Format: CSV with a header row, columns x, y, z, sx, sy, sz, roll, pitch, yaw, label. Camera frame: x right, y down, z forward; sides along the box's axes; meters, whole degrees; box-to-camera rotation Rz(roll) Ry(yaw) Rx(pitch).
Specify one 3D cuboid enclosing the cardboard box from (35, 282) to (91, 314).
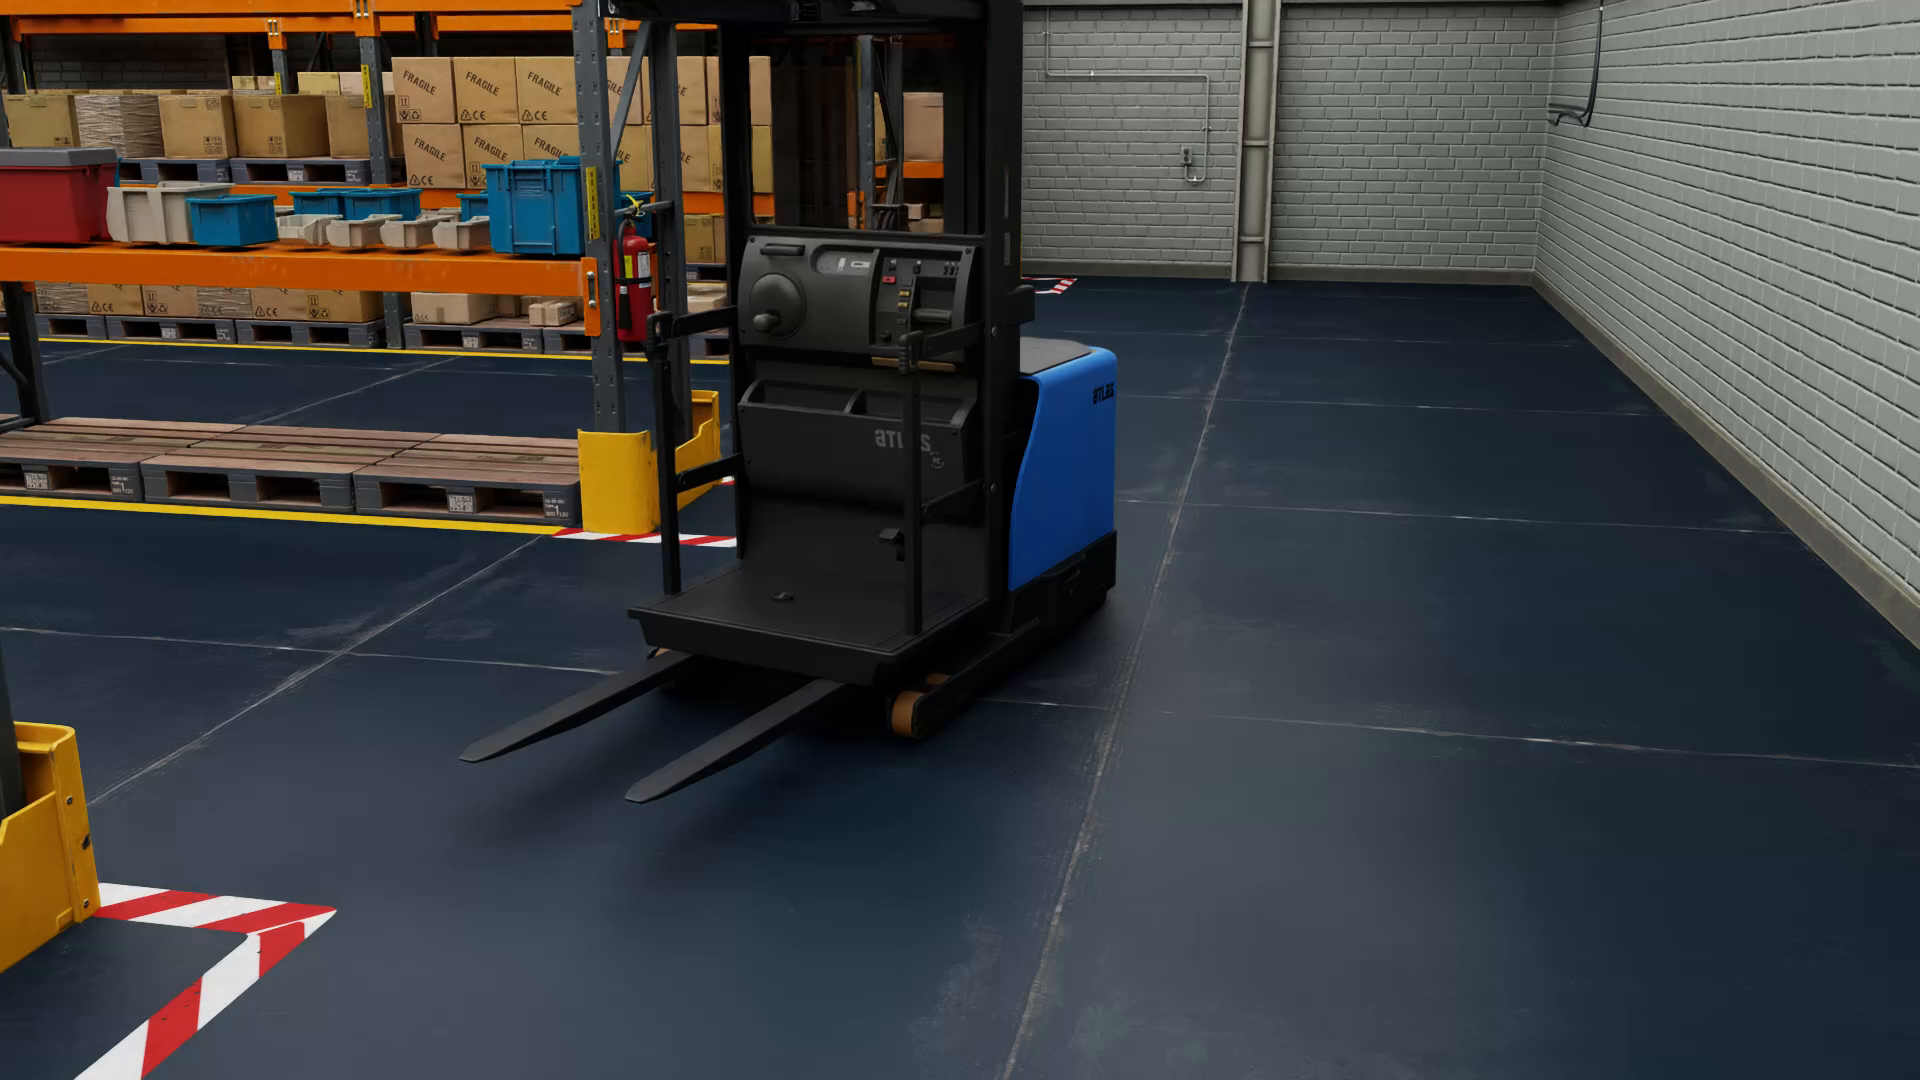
x,y,z,sx,sy,sz,roll,pitch,yaw,label
-7.551,-2.229,14.278,0.500,0.500,0.500,3,16,9,cardboard box

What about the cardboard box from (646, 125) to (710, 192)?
x,y,z,sx,sy,sz,roll,pitch,yaw,label
-2.104,-2.977,12.932,0.500,0.500,0.500,3,16,12,cardboard box

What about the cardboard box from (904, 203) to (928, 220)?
x,y,z,sx,sy,sz,roll,pitch,yaw,label
-0.499,-3.498,17.682,0.250,0.149,0.380,3,16,10,cardboard box

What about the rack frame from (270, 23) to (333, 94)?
x,y,z,sx,sy,sz,roll,pitch,yaw,label
-7.470,-4.643,19.134,0.127,3.000,1.000,3,16,11,rack frame

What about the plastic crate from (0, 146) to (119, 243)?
x,y,z,sx,sy,sz,roll,pitch,yaw,label
-4.700,-1.785,8.585,0.583,0.464,0.402,3,16,11,plastic crate

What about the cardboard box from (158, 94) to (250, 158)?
x,y,z,sx,sy,sz,roll,pitch,yaw,label
-6.278,-3.463,13.899,0.500,0.500,0.700,-1,16,-3,cardboard box

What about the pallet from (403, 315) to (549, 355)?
x,y,z,sx,sy,sz,roll,pitch,yaw,label
-3.861,-1.753,13.927,1.213,0.211,1.003,3,16,11,pallet

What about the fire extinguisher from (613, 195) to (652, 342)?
x,y,z,sx,sy,sz,roll,pitch,yaw,label
-1.548,-1.282,7.844,0.183,0.674,0.296,3,16,11,fire extinguisher

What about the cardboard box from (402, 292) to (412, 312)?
x,y,z,sx,sy,sz,roll,pitch,yaw,label
-4.960,-2.231,14.285,0.500,0.500,0.500,2,16,9,cardboard box

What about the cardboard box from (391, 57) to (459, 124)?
x,y,z,sx,sy,sz,roll,pitch,yaw,label
-4.128,-3.565,13.184,0.500,0.500,0.500,4,16,13,cardboard box

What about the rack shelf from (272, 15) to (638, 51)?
x,y,z,sx,sy,sz,roll,pitch,yaw,label
-5.511,-5.635,18.446,4.000,0.370,1.077,3,16,11,rack shelf

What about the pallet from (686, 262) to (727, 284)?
x,y,z,sx,sy,sz,roll,pitch,yaw,label
-2.821,-3.025,18.519,1.213,0.211,1.003,3,16,11,pallet

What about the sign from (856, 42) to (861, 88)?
x,y,z,sx,sy,sz,roll,pitch,yaw,label
-0.745,-3.488,12.202,0.005,0.325,0.100,3,16,11,sign

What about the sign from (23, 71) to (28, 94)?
x,y,z,sx,sy,sz,roll,pitch,yaw,label
-8.355,-4.009,14.826,0.005,0.325,0.100,3,16,11,sign

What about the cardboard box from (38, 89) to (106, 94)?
x,y,z,sx,sy,sz,roll,pitch,yaw,label
-10.352,-5.048,19.586,0.500,0.500,0.700,5,16,17,cardboard box

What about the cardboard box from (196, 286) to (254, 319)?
x,y,z,sx,sy,sz,roll,pitch,yaw,label
-6.049,-2.148,13.986,0.500,0.500,0.500,3,16,12,cardboard box

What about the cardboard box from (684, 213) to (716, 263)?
x,y,z,sx,sy,sz,roll,pitch,yaw,label
-2.838,-3.361,18.403,0.500,0.500,0.700,3,16,12,cardboard box

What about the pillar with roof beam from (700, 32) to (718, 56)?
x,y,z,sx,sy,sz,roll,pitch,yaw,label
-3.550,-6.384,14.182,0.400,9.000,9.100,3,16,11,pillar with roof beam

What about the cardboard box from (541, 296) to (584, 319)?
x,y,z,sx,sy,sz,roll,pitch,yaw,label
-3.184,-2.054,14.002,0.500,0.311,0.500,3,16,11,cardboard box

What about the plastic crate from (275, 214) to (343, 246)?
x,y,z,sx,sy,sz,roll,pitch,yaw,label
-3.293,-1.562,8.394,0.250,0.136,0.298,3,16,11,plastic crate

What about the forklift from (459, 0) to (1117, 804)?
x,y,z,sx,sy,sz,roll,pitch,yaw,label
-0.470,-0.878,5.670,1.130,2.935,3.031,8,17,26,forklift

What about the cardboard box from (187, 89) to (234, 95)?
x,y,z,sx,sy,sz,roll,pitch,yaw,label
-8.486,-4.948,19.225,0.500,0.500,0.700,2,16,6,cardboard box

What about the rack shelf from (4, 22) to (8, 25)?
x,y,z,sx,sy,sz,roll,pitch,yaw,label
-10.414,-4.552,14.535,4.000,0.370,1.077,3,16,11,rack shelf

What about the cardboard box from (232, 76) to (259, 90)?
x,y,z,sx,sy,sz,roll,pitch,yaw,label
-8.133,-5.240,19.062,0.250,0.149,0.380,0,15,2,cardboard box

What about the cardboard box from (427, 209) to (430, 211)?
x,y,z,sx,sy,sz,roll,pitch,yaw,label
-5.919,-3.688,18.926,0.750,0.750,0.750,3,16,11,cardboard box

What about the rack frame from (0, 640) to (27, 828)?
x,y,z,sx,sy,sz,roll,pitch,yaw,label
-2.592,-0.330,3.565,0.127,3.000,1.000,3,16,11,rack frame

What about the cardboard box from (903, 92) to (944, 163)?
x,y,z,sx,sy,sz,roll,pitch,yaw,label
-0.133,-4.386,17.647,0.700,0.700,0.980,4,16,14,cardboard box

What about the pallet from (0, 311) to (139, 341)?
x,y,z,sx,sy,sz,roll,pitch,yaw,label
-7.730,-1.953,14.649,1.213,0.211,1.003,3,16,11,pallet

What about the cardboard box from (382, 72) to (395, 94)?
x,y,z,sx,sy,sz,roll,pitch,yaw,label
-6.059,-5.060,18.453,0.500,0.250,0.500,3,16,11,cardboard box

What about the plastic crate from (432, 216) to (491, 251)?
x,y,z,sx,sy,sz,roll,pitch,yaw,label
-2.440,-1.524,8.255,0.243,0.136,0.396,3,16,11,plastic crate

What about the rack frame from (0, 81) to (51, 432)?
x,y,z,sx,sy,sz,roll,pitch,yaw,label
-5.525,-1.839,9.010,0.127,3.000,1.000,3,16,11,rack frame

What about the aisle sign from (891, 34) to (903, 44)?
x,y,z,sx,sy,sz,roll,pitch,yaw,label
-0.489,-4.247,12.836,0.004,0.787,0.394,3,16,11,aisle sign

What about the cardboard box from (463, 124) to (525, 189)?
x,y,z,sx,sy,sz,roll,pitch,yaw,label
-3.587,-3.058,13.224,0.500,0.500,0.500,3,16,12,cardboard box

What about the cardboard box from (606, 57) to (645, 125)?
x,y,z,sx,sy,sz,roll,pitch,yaw,label
-2.613,-3.483,12.888,0.500,0.500,0.500,4,16,13,cardboard box

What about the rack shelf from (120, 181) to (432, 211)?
x,y,z,sx,sy,sz,roll,pitch,yaw,label
-6.494,-2.894,14.168,4.000,0.370,1.077,3,16,11,rack shelf

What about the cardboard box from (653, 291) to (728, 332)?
x,y,z,sx,sy,sz,roll,pitch,yaw,label
-2.121,-1.831,13.310,0.500,0.250,0.500,3,16,11,cardboard box

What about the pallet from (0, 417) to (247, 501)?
x,y,z,sx,sy,sz,roll,pitch,yaw,label
-4.797,-0.466,9.278,1.213,0.211,1.003,3,16,11,pallet

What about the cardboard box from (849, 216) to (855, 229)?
x,y,z,sx,sy,sz,roll,pitch,yaw,label
-1.320,-3.279,18.108,0.500,0.500,0.700,3,16,9,cardboard box

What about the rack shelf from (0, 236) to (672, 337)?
x,y,z,sx,sy,sz,roll,pitch,yaw,label
-3.565,-1.385,8.722,4.000,0.370,1.077,3,16,11,rack shelf

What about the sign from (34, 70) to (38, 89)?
x,y,z,sx,sy,sz,roll,pitch,yaw,label
-11.283,-5.559,20.273,0.005,0.325,0.100,3,16,11,sign

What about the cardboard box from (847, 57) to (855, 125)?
x,y,z,sx,sy,sz,roll,pitch,yaw,label
-1.105,-3.403,12.598,0.500,0.500,0.500,3,16,11,cardboard box

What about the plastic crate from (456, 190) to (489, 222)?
x,y,z,sx,sy,sz,roll,pitch,yaw,label
-2.427,-1.708,8.741,0.300,0.233,0.416,3,16,11,plastic crate

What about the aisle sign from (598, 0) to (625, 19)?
x,y,z,sx,sy,sz,roll,pitch,yaw,label
-1.593,-2.798,7.605,0.004,0.787,0.394,3,16,11,aisle sign

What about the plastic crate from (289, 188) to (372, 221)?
x,y,z,sx,sy,sz,roll,pitch,yaw,label
-3.366,-1.759,8.925,0.300,0.233,0.416,3,16,11,plastic crate
